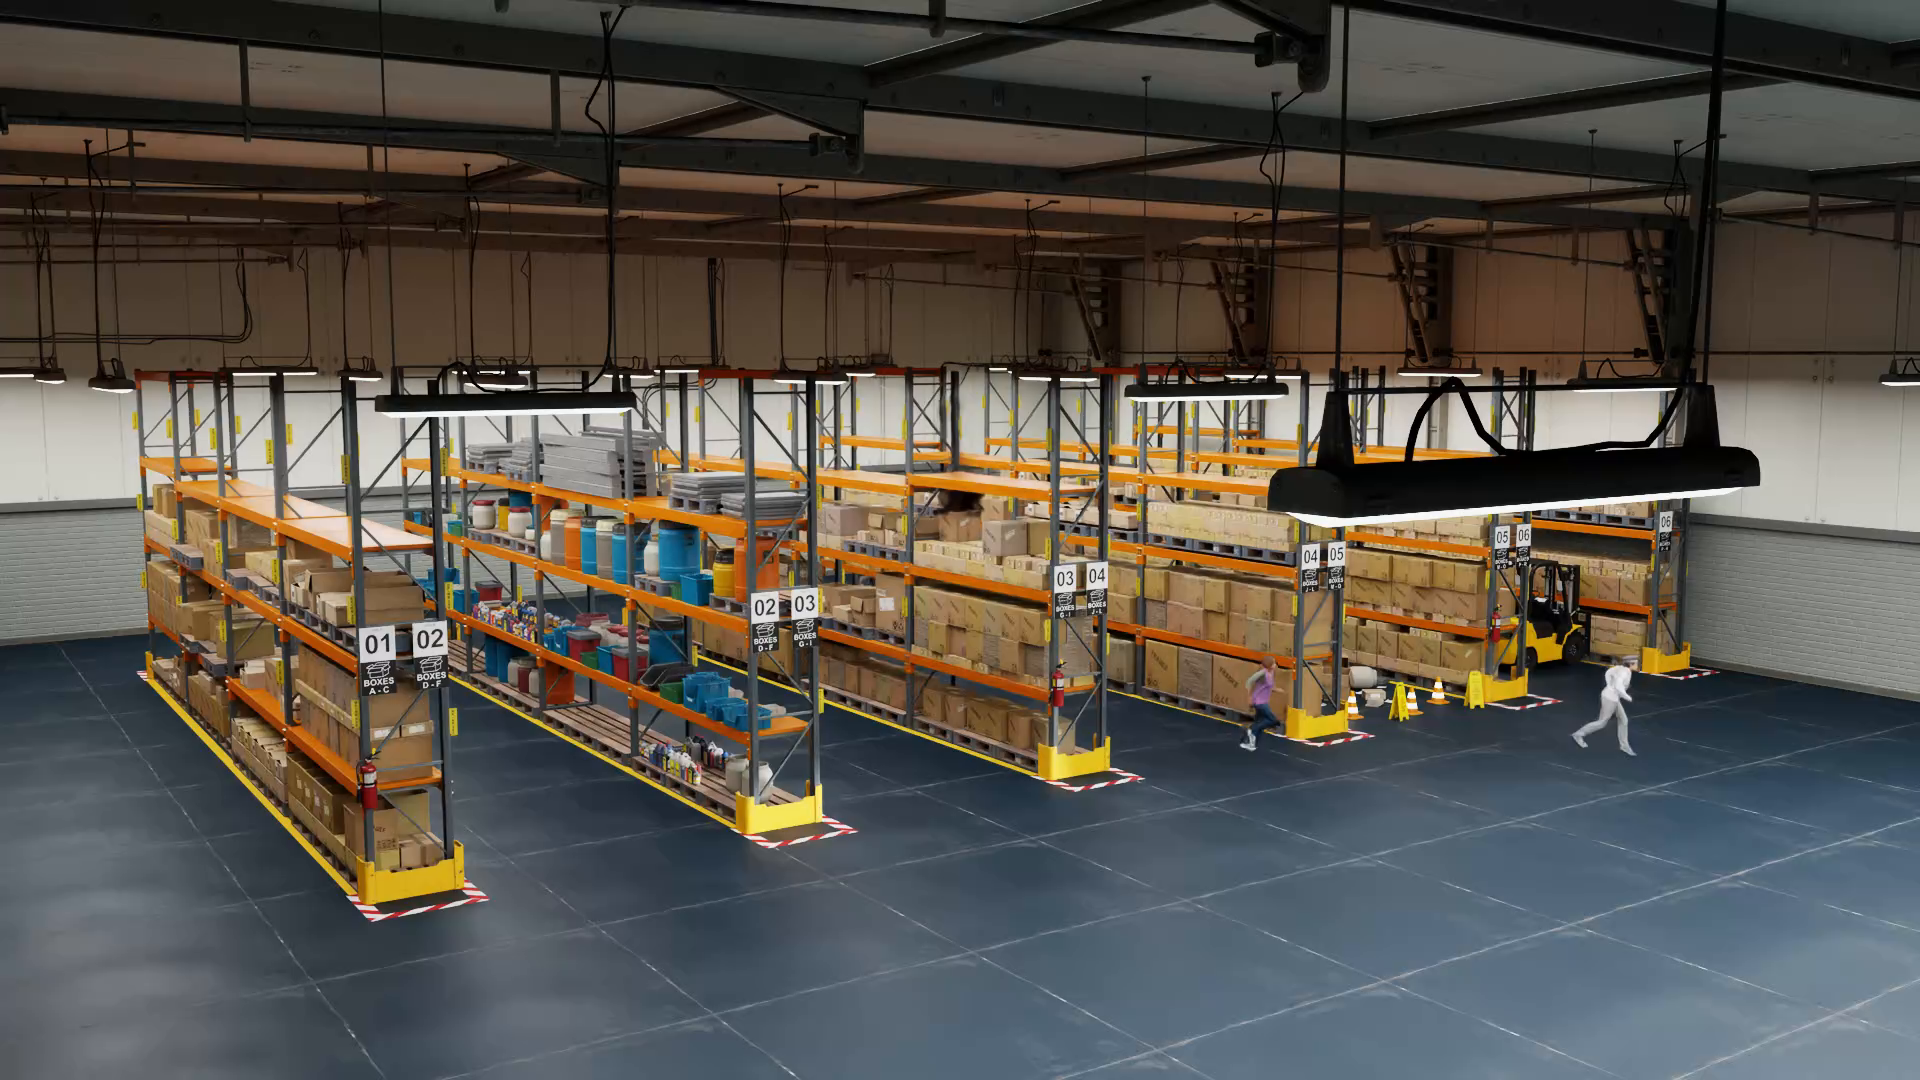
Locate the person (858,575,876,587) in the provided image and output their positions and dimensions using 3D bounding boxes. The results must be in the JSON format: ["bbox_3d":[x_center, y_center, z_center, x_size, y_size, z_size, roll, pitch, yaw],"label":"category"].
[{"bbox_3d":[-2.299,0.851,41.884,0.931,1.534,0.602,0,6,4],"label":"person"}]

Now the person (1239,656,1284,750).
[{"bbox_3d":[4.785,2.580,26.352,0.695,1.526,0.496,3,7,22],"label":"person"}]

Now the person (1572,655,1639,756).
[{"bbox_3d":[10.207,2.598,26.297,0.977,1.628,0.655,1,7,10],"label":"person"}]
